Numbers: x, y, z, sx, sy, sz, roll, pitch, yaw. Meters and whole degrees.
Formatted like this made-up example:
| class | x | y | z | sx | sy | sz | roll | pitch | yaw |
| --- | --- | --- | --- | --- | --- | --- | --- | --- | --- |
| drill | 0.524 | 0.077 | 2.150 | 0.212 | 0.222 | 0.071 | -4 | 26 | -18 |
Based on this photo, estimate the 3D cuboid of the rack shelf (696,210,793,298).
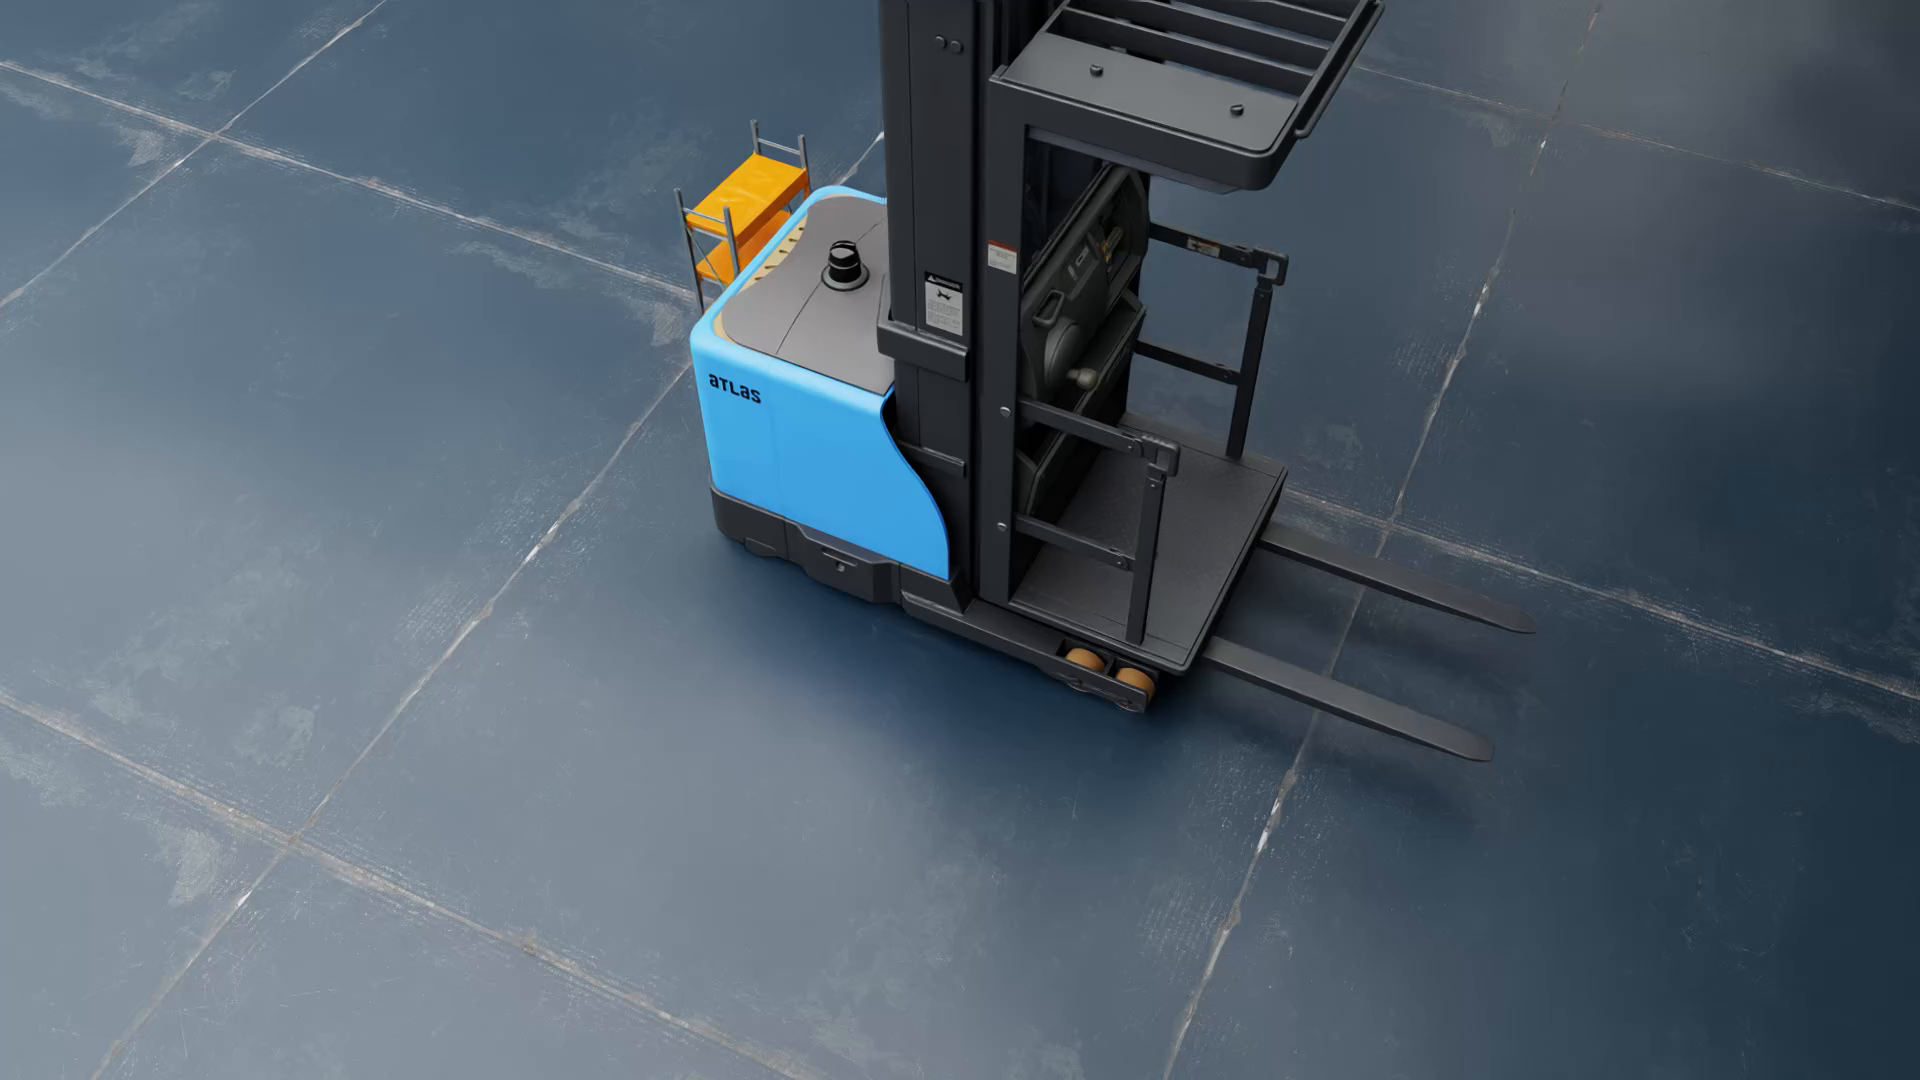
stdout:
| class | x | y | z | sx | sy | sz | roll | pitch | yaw |
| --- | --- | --- | --- | --- | --- | --- | --- | --- | --- |
| rack shelf | -0.799 | -1.107 | 6.507 | 0.258 | 0.148 | 0.480 | 22 | 53 | 21 |

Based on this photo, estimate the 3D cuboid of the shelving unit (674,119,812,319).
| class | x | y | z | sx | sy | sz | roll | pitch | yaw |
| --- | --- | --- | --- | --- | --- | --- | --- | --- | --- |
| shelving unit | -0.793 | -1.003 | 6.623 | 0.258 | 1.200 | 0.503 | 22 | 53 | 21 |

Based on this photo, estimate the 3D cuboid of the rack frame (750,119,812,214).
| class | x | y | z | sx | sy | sz | roll | pitch | yaw |
| --- | --- | --- | --- | --- | --- | --- | --- | --- | --- |
| rack frame | -0.670 | -1.164 | 6.760 | 0.240 | 1.200 | 0.015 | 22 | 53 | 21 |

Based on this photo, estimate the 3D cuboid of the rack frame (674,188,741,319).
| class | x | y | z | sx | sy | sz | roll | pitch | yaw |
| --- | --- | --- | --- | --- | --- | --- | --- | --- | --- |
| rack frame | -0.916 | -0.843 | 6.486 | 0.240 | 1.200 | 0.015 | 22 | 53 | 21 |

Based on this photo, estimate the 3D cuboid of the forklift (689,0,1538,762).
| class | x | y | z | sx | sy | sz | roll | pitch | yaw |
| --- | --- | --- | --- | --- | --- | --- | --- | --- | --- |
| forklift | 0.591 | -0.795 | 5.317 | 3.031 | 2.935 | 1.130 | 21 | 53 | 17 |

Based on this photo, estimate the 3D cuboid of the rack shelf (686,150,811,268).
| class | x | y | z | sx | sy | sz | roll | pitch | yaw |
| --- | --- | --- | --- | --- | --- | --- | --- | --- | --- |
| rack shelf | -0.809 | -1.265 | 6.330 | 0.258 | 0.148 | 0.480 | 22 | 53 | 21 |

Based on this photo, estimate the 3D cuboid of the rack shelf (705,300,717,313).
| class | x | y | z | sx | sy | sz | roll | pitch | yaw |
| --- | --- | --- | --- | --- | --- | --- | --- | --- | --- |
| rack shelf | -0.790 | -0.959 | 6.673 | 0.258 | 0.148 | 0.480 | 22 | 53 | 21 |
